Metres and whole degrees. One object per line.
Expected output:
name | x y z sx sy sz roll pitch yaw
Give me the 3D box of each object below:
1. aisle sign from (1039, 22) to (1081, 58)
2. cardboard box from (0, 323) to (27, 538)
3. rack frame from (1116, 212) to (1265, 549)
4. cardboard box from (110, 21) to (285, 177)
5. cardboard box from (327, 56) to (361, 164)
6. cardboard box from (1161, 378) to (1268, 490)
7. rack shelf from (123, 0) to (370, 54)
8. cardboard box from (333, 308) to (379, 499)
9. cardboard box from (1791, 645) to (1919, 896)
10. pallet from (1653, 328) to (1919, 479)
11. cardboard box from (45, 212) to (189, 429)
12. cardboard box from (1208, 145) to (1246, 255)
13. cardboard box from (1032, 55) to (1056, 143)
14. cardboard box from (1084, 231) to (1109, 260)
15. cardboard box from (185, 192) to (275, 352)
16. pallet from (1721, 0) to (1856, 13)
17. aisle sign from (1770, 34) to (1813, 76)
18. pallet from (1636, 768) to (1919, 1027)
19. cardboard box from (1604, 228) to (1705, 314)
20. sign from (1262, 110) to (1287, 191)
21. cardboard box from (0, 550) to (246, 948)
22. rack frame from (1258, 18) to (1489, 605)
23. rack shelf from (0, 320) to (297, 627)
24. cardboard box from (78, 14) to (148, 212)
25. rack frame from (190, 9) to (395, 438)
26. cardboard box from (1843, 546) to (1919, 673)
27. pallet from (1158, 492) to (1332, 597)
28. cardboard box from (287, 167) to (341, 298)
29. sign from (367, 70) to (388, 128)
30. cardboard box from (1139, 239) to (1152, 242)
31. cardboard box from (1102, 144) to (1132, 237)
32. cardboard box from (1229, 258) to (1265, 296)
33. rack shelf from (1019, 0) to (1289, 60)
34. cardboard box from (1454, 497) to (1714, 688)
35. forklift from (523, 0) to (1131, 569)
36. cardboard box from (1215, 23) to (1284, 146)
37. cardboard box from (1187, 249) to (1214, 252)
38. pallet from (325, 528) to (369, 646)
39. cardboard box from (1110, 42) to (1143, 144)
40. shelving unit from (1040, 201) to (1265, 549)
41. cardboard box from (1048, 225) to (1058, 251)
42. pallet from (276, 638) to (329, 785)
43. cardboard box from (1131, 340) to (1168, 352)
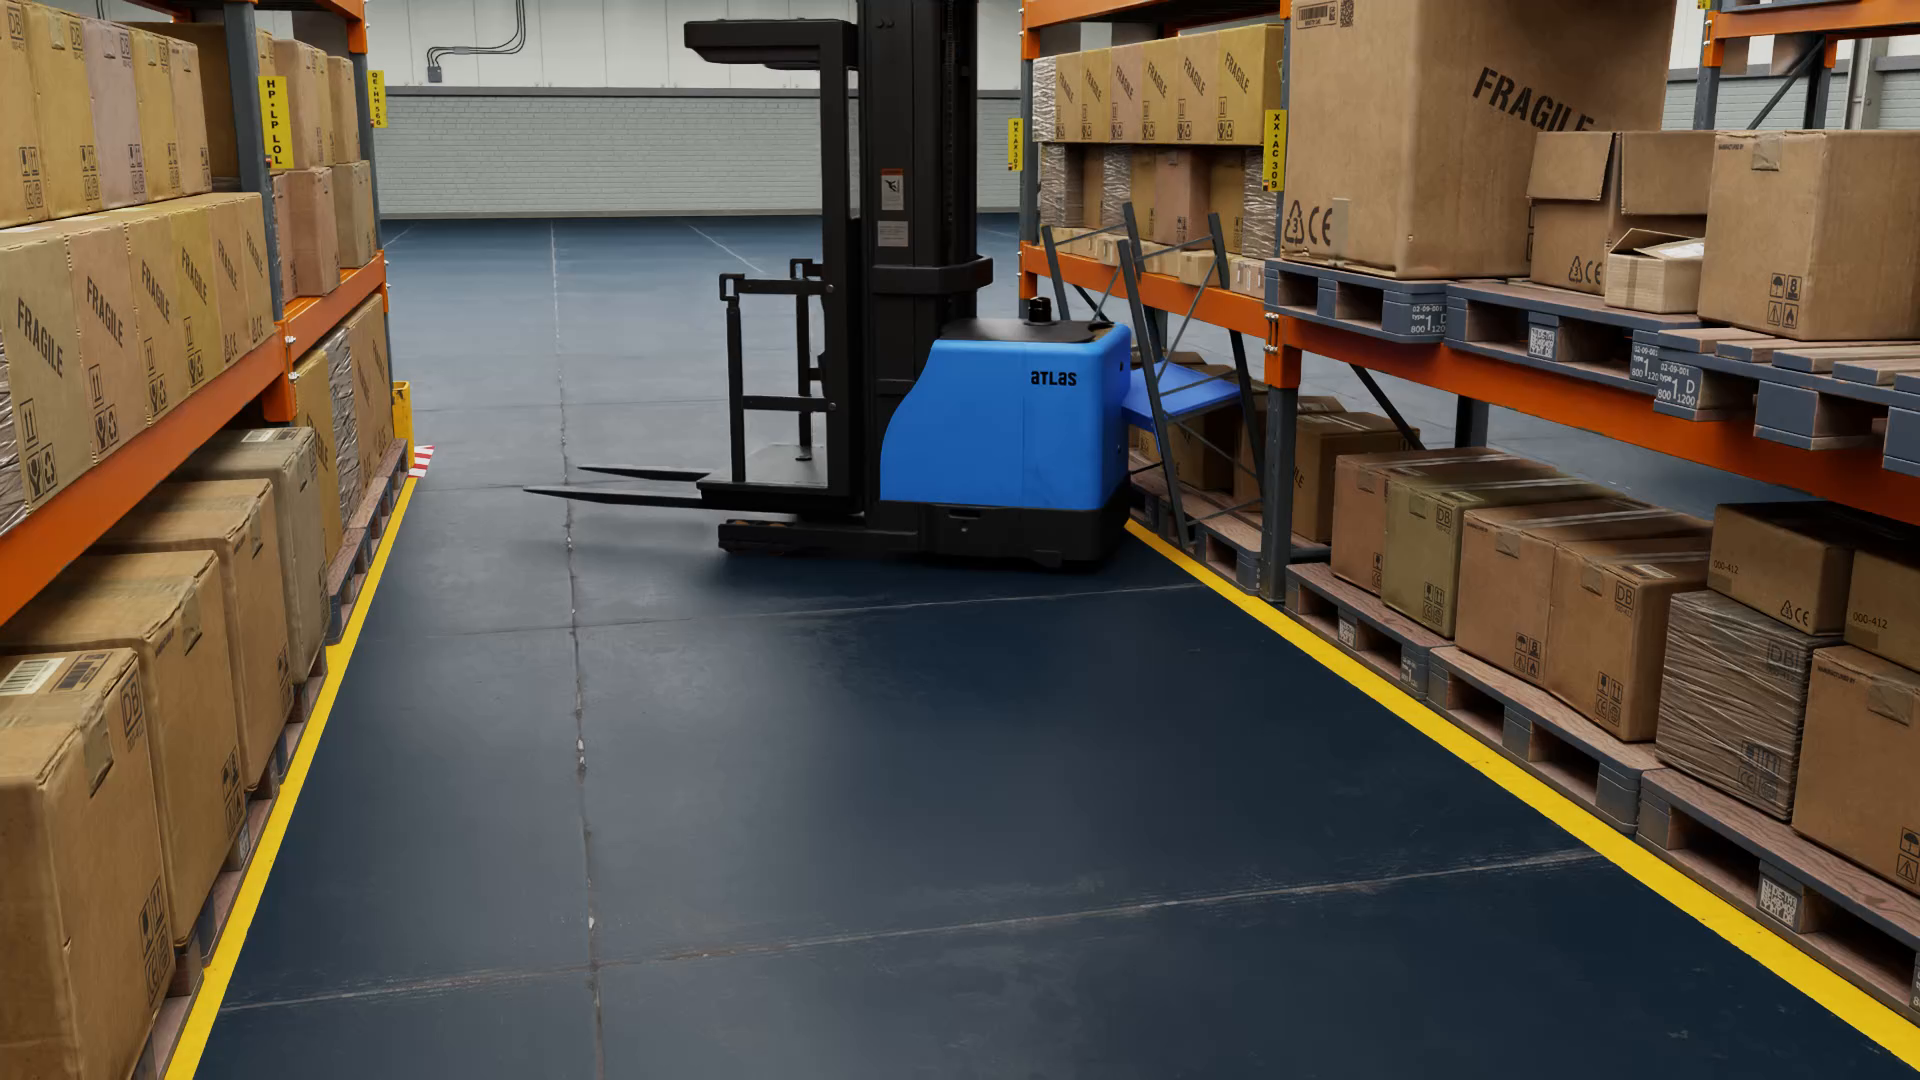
aisle sign | 0.580 -3.400 10.546 0.394 0.787 0.004 -3 14 -13
cardboard box | -1.923 -0.208 2.748 0.500 0.500 0.500 -3 14 -13
rack frame | 1.116 -0.730 7.772 0.500 1.500 0.032 -18 18 -12
cardboard box | -3.073 -1.648 6.261 0.875 0.550 0.550 -3 14 -13
cardboard box | -3.690 -2.274 8.825 0.875 0.550 0.550 -3 14 -13
cardboard box | 1.407 -0.572 8.828 0.500 0.500 0.500 -5 14 -18
rack shelf | -3.489 -2.533 7.669 1.077 0.370 4.000 -3 14 -13
cardboard box | -3.527 -0.703 8.575 0.875 0.875 0.875 -4 14 -14
cardboard box | 2.588 0.553 4.183 0.700 0.500 0.500 -4 14 -16
pallet | 2.494 -0.359 3.982 1.213 0.211 1.003 -3 14 -13
cardboard box | -2.278 -0.557 4.174 0.500 0.500 0.500 -3 14 -14
cardboard box | 1.697 -1.634 7.959 0.875 0.500 0.500 -3 14 -13
cardboard box | 0.751 -2.676 10.117 0.500 0.500 0.500 -3 14 -13
cardboard box | 0.936 -1.707 9.622 0.380 0.149 0.250 -3 14 -13
cardboard box | -2.637 -0.907 5.608 0.500 0.500 0.500 -3 14 -14
pallet | 5.800 -3.585 10.857 1.003 0.211 1.213 -3 14 -13
aisle sign | 5.973 -3.712 11.822 0.394 0.787 0.004 -3 14 -13
pallet | 2.583 0.880 4.379 1.003 0.211 1.213 -3 14 -13
cardboard box | 2.111 -0.802 4.789 0.396 0.266 0.258 -4 14 -15
sign | 1.300 -1.605 6.854 0.100 0.325 0.005 -3 14 -13
cardboard box | -2.344 0.501 3.912 1.050 0.750 0.750 -3 14 -12
rack frame | 1.826 -1.217 7.087 1.000 3.000 0.127 -3 14 -13
rack shelf | -2.550 -0.153 4.248 1.077 0.370 4.000 -3 14 -13
cardboard box | -2.656 -1.149 4.491 0.700 0.500 0.500 -3 14 -13
rack frame | -3.959 -1.886 9.828 1.000 3.000 0.127 -3 14 -13
cardboard box | 2.579 0.189 4.092 0.500 0.250 0.500 -3 14 -11
pallet | 1.634 -0.015 8.044 1.003 0.211 1.213 -3 14 -13
cardboard box | -3.281 -1.378 7.430 0.875 0.550 0.550 -3 14 -13
sign | -3.428 -2.591 9.773 0.100 0.325 0.005 -3 14 -13
cardboard box | 1.167 -1.537 8.926 0.380 0.149 0.250 -3 14 -13
cardboard box | 1.298 -1.978 9.365 0.875 0.500 0.500 -3 14 -13
cardboard box | 1.440 -1.186 7.491 0.380 0.149 0.250 -3 14 -13
rack shelf | 1.356 -2.786 8.705 1.077 0.370 4.000 -3 14 -13
cardboard box | 2.174 0.167 5.764 0.700 0.500 0.500 -5 14 -18
forklift | -0.697 -1.457 8.214 3.031 2.935 1.130 3 14 13
cardboard box | 1.453 -1.984 7.284 0.500 0.500 0.500 -3 14 -13
cardboard box | 1.342 -1.364 8.218 0.380 0.149 0.250 -3 14 -13
pallet | -3.122 0.211 7.118 1.003 0.211 1.213 -3 14 -13
cardboard box | 1.103 -2.330 8.701 0.500 0.500 0.500 -3 14 -13
shelving unit | 0.967 -0.850 8.243 0.538 1.500 1.048 -18 18 -12
cardboard box | 0.762 -1.880 10.330 0.380 0.149 0.250 -3 14 -13
pallet | -2.765 0.565 5.671 1.003 0.211 1.213 -3 14 -13
cardboard box | 1.017 -0.984 10.518 0.500 0.500 0.500 -1 14 -3
